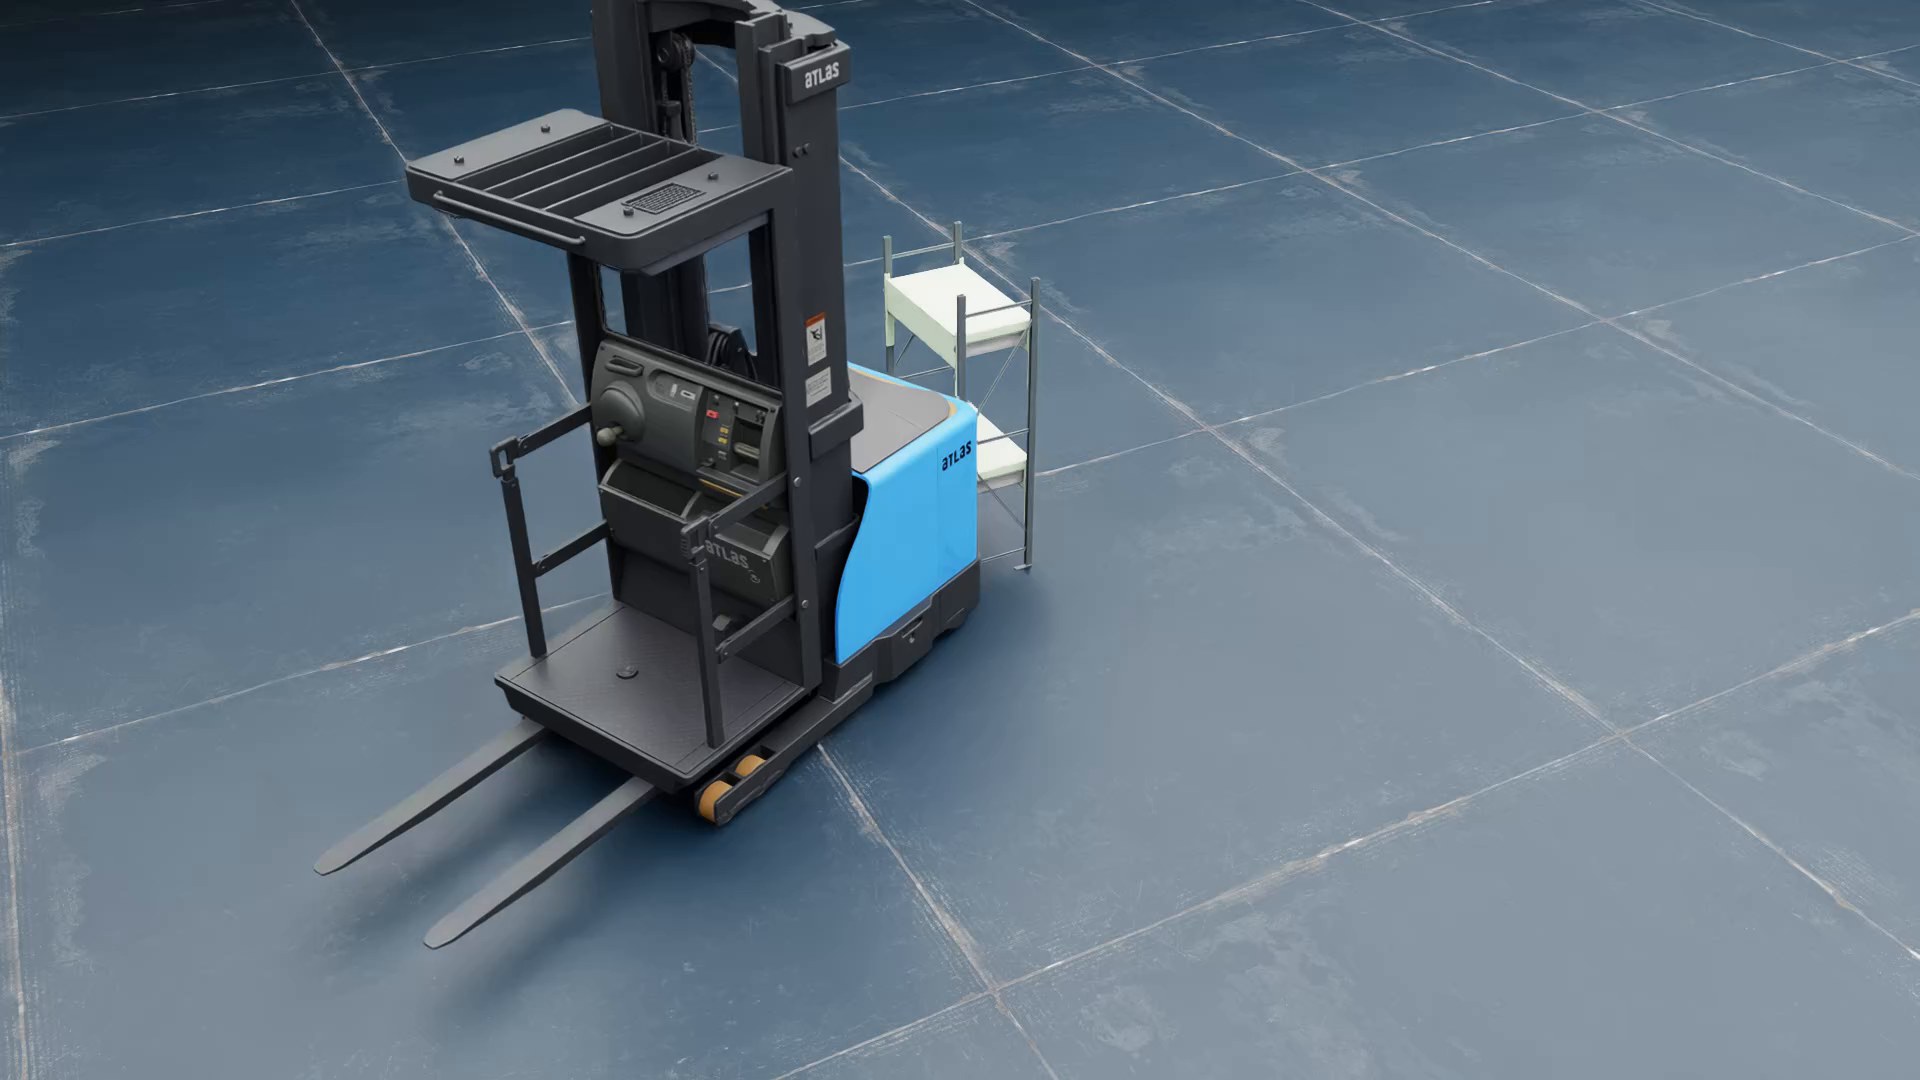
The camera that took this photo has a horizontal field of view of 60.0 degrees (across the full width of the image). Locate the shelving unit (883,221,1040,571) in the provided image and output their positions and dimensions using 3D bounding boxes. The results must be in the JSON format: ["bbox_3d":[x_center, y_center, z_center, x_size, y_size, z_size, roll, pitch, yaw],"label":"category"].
[{"bbox_3d":[-0.003,-0.635,7.850,0.431,1.500,0.755,-16,36,-23],"label":"shelving unit"}]

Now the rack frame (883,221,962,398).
[{"bbox_3d":[-0.174,-0.809,8.123,0.400,1.500,0.023,-16,36,-23],"label":"rack frame"}]

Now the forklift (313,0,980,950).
[{"bbox_3d":[-1.178,-0.420,6.189,1.130,2.935,3.031,21,38,30],"label":"forklift"}]

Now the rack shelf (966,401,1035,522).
[{"bbox_3d":[-0.003,-0.360,8.026,0.431,0.370,0.720,-16,36,-23],"label":"rack shelf"}]

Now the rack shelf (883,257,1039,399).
[{"bbox_3d":[-0.003,-0.963,7.640,0.431,0.370,0.720,-16,36,-23],"label":"rack shelf"}]

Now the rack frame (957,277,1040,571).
[{"bbox_3d":[0.168,-0.460,7.578,0.400,1.500,0.023,-16,36,-23],"label":"rack frame"}]
